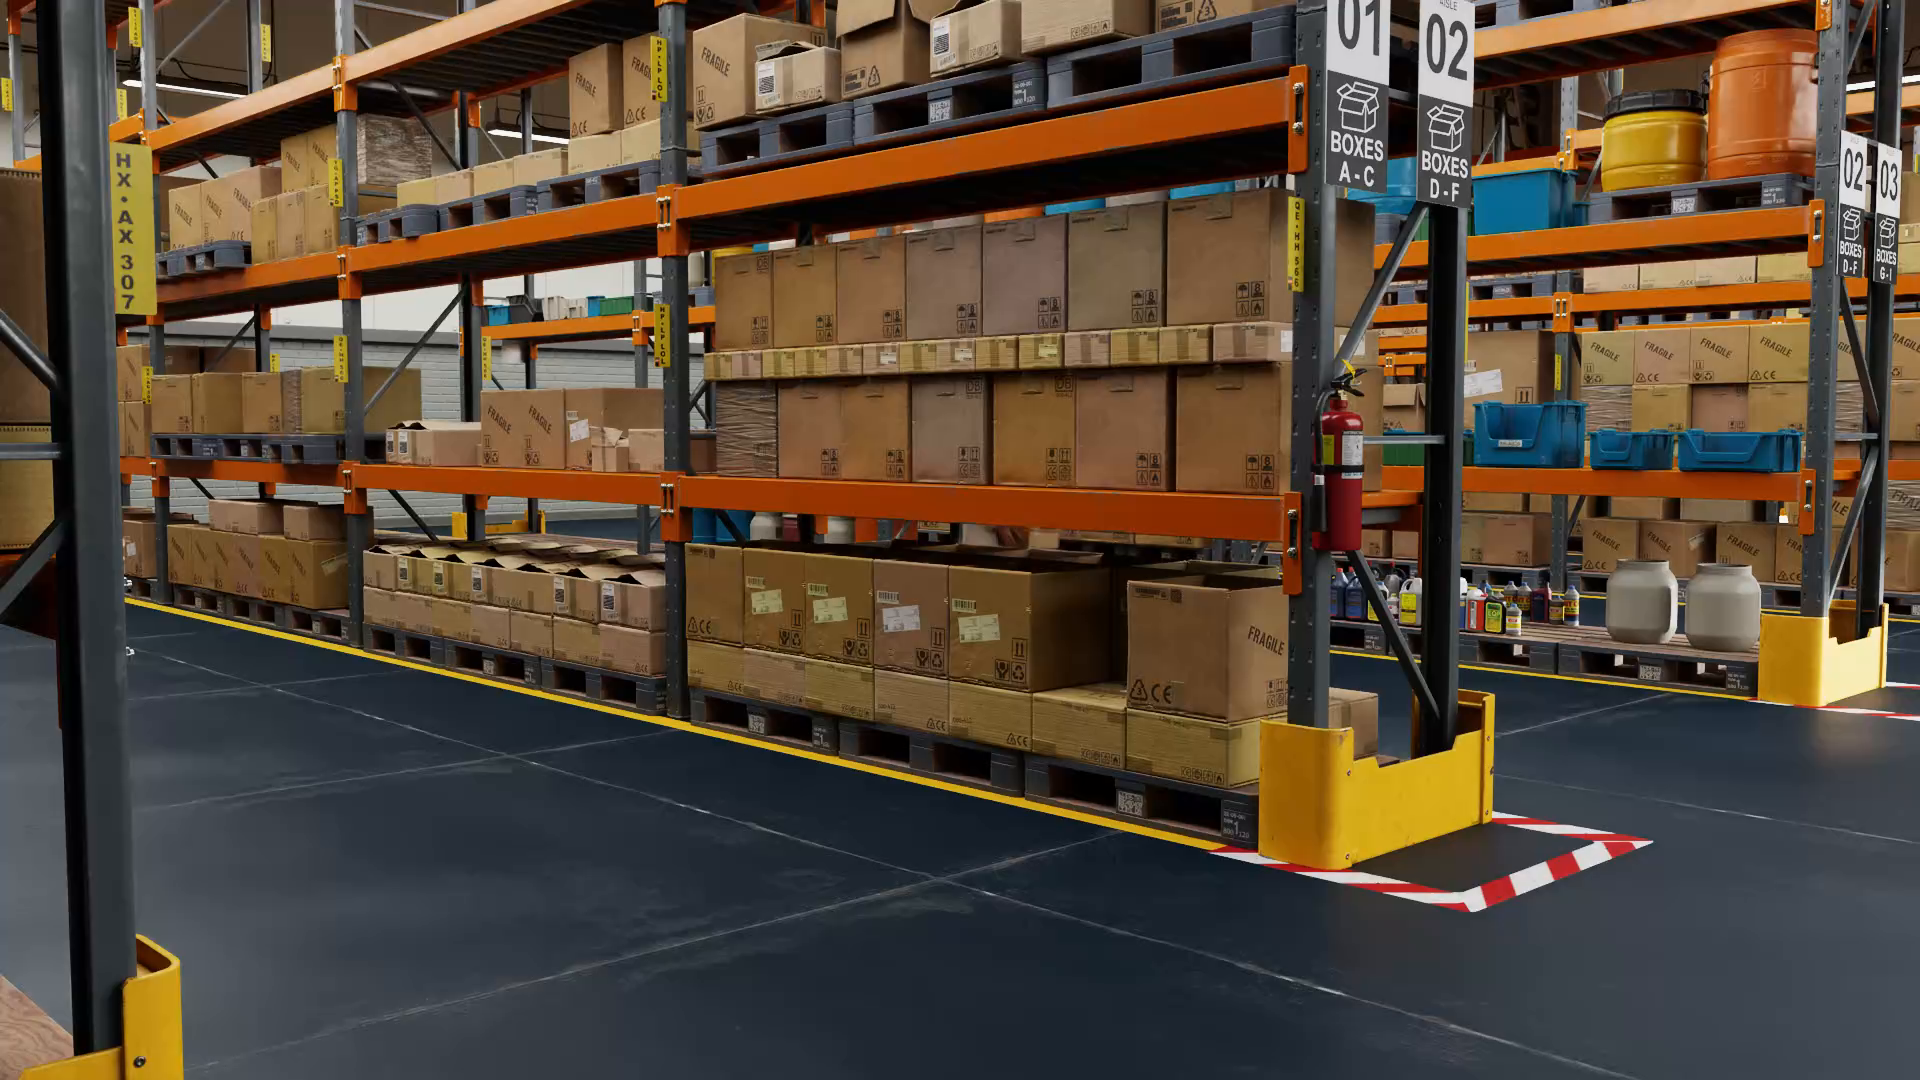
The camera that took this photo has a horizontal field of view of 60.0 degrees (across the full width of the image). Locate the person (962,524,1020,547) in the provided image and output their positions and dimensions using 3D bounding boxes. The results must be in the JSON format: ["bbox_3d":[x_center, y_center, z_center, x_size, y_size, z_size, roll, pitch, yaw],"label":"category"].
[{"bbox_3d":[0.263,0.006,9.807,0.566,1.782,0.499,-4,5,-44],"label":"person"}]
